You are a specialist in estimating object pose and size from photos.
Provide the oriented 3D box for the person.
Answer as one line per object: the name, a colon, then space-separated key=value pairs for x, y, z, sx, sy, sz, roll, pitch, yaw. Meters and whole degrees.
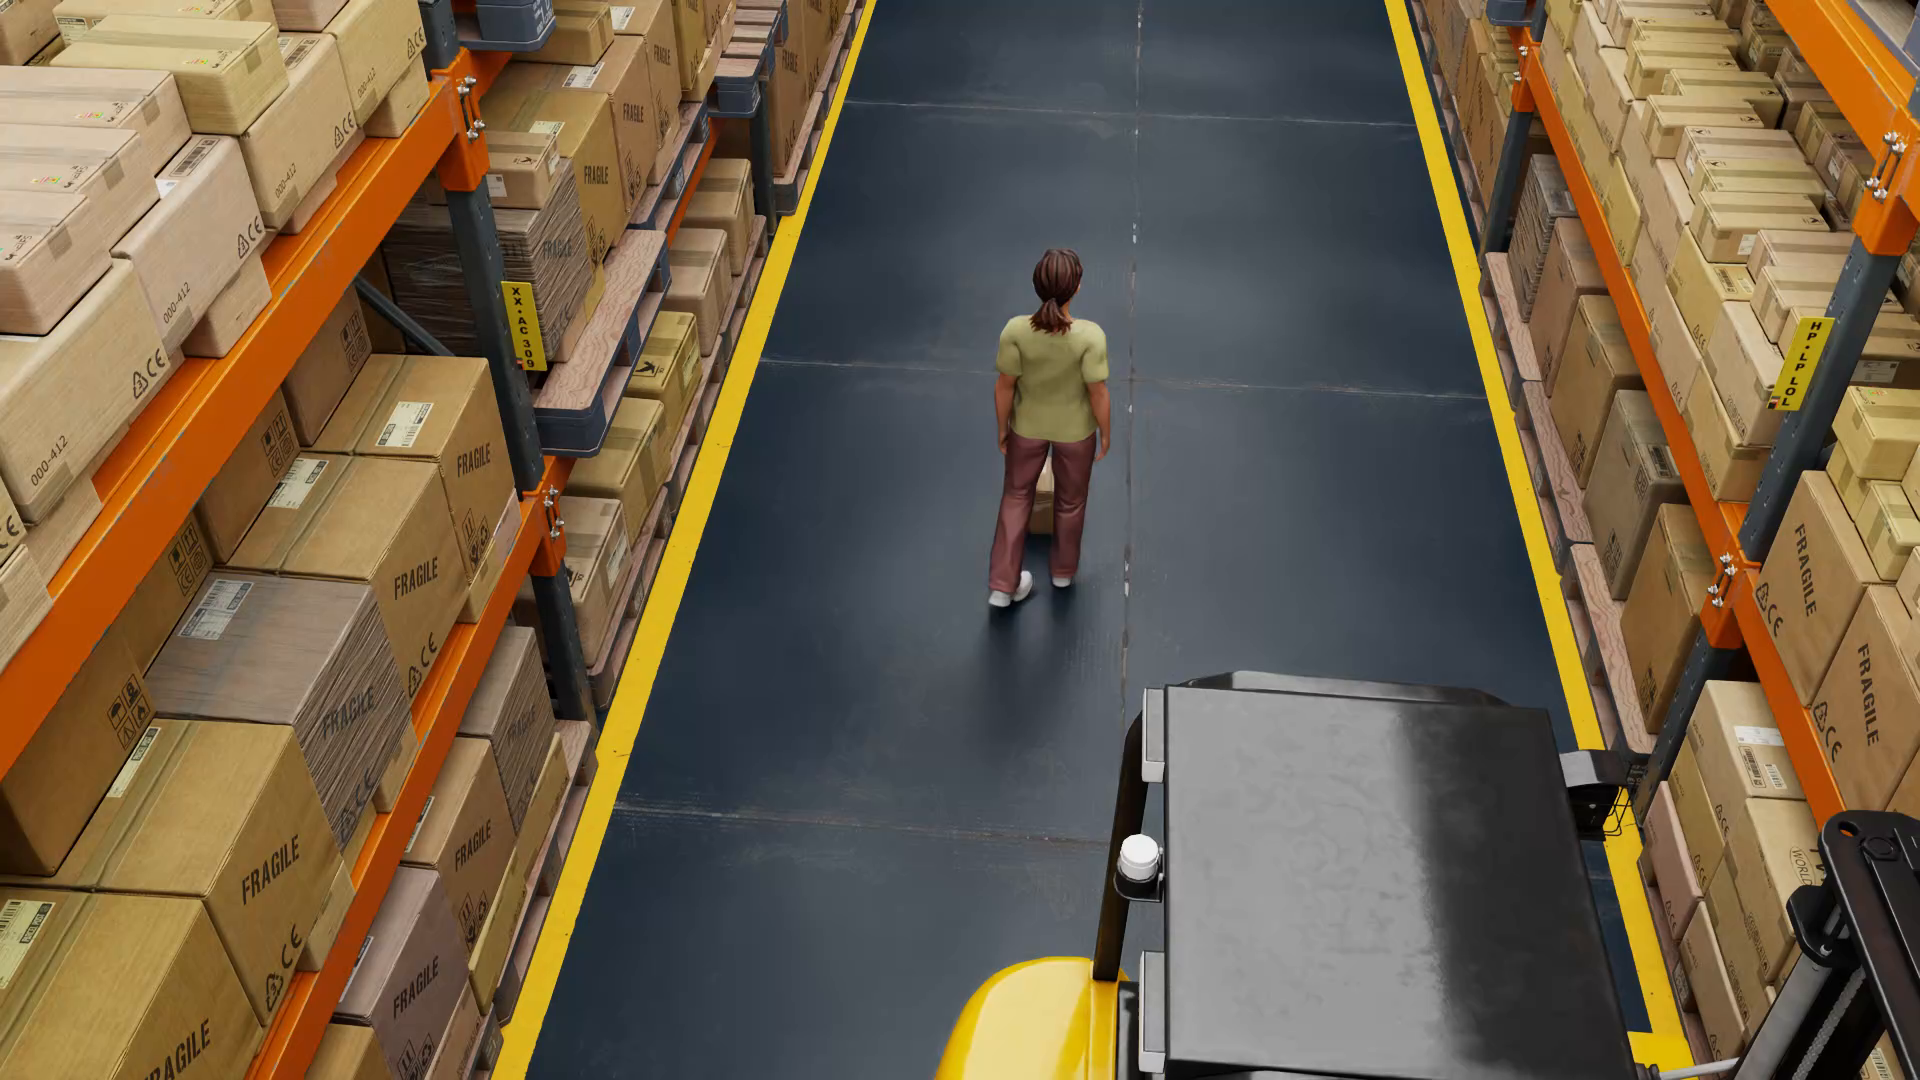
person: x=0.376 y=-0.446 z=6.680 sx=0.462 sy=1.672 sz=0.571 roll=8 pitch=41 yaw=9
